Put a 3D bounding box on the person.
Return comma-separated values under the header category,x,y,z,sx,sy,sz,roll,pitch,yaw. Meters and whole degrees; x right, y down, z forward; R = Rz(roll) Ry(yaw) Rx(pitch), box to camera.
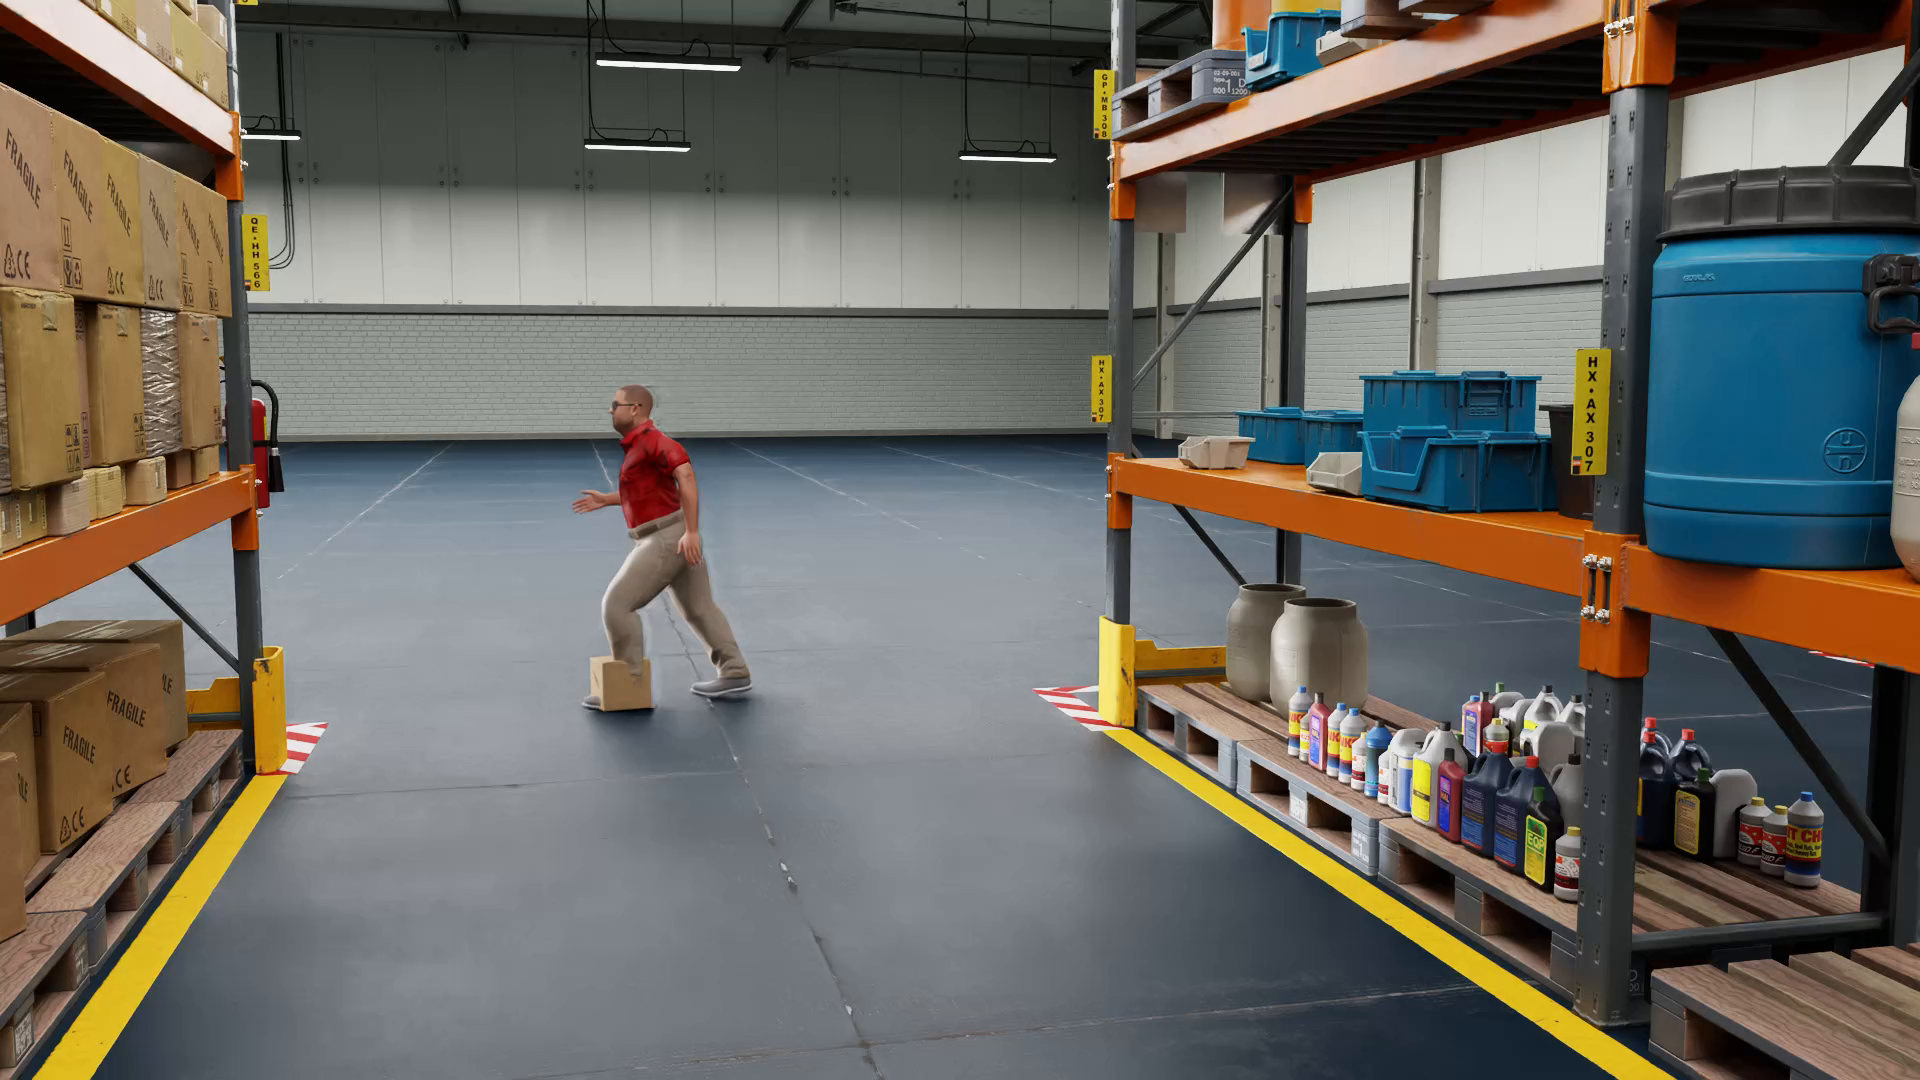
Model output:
category,x,y,z,sx,sy,sz,roll,pitch,yaw
person,-1.546,0.021,8.597,0.921,1.649,0.678,-1,6,-7
